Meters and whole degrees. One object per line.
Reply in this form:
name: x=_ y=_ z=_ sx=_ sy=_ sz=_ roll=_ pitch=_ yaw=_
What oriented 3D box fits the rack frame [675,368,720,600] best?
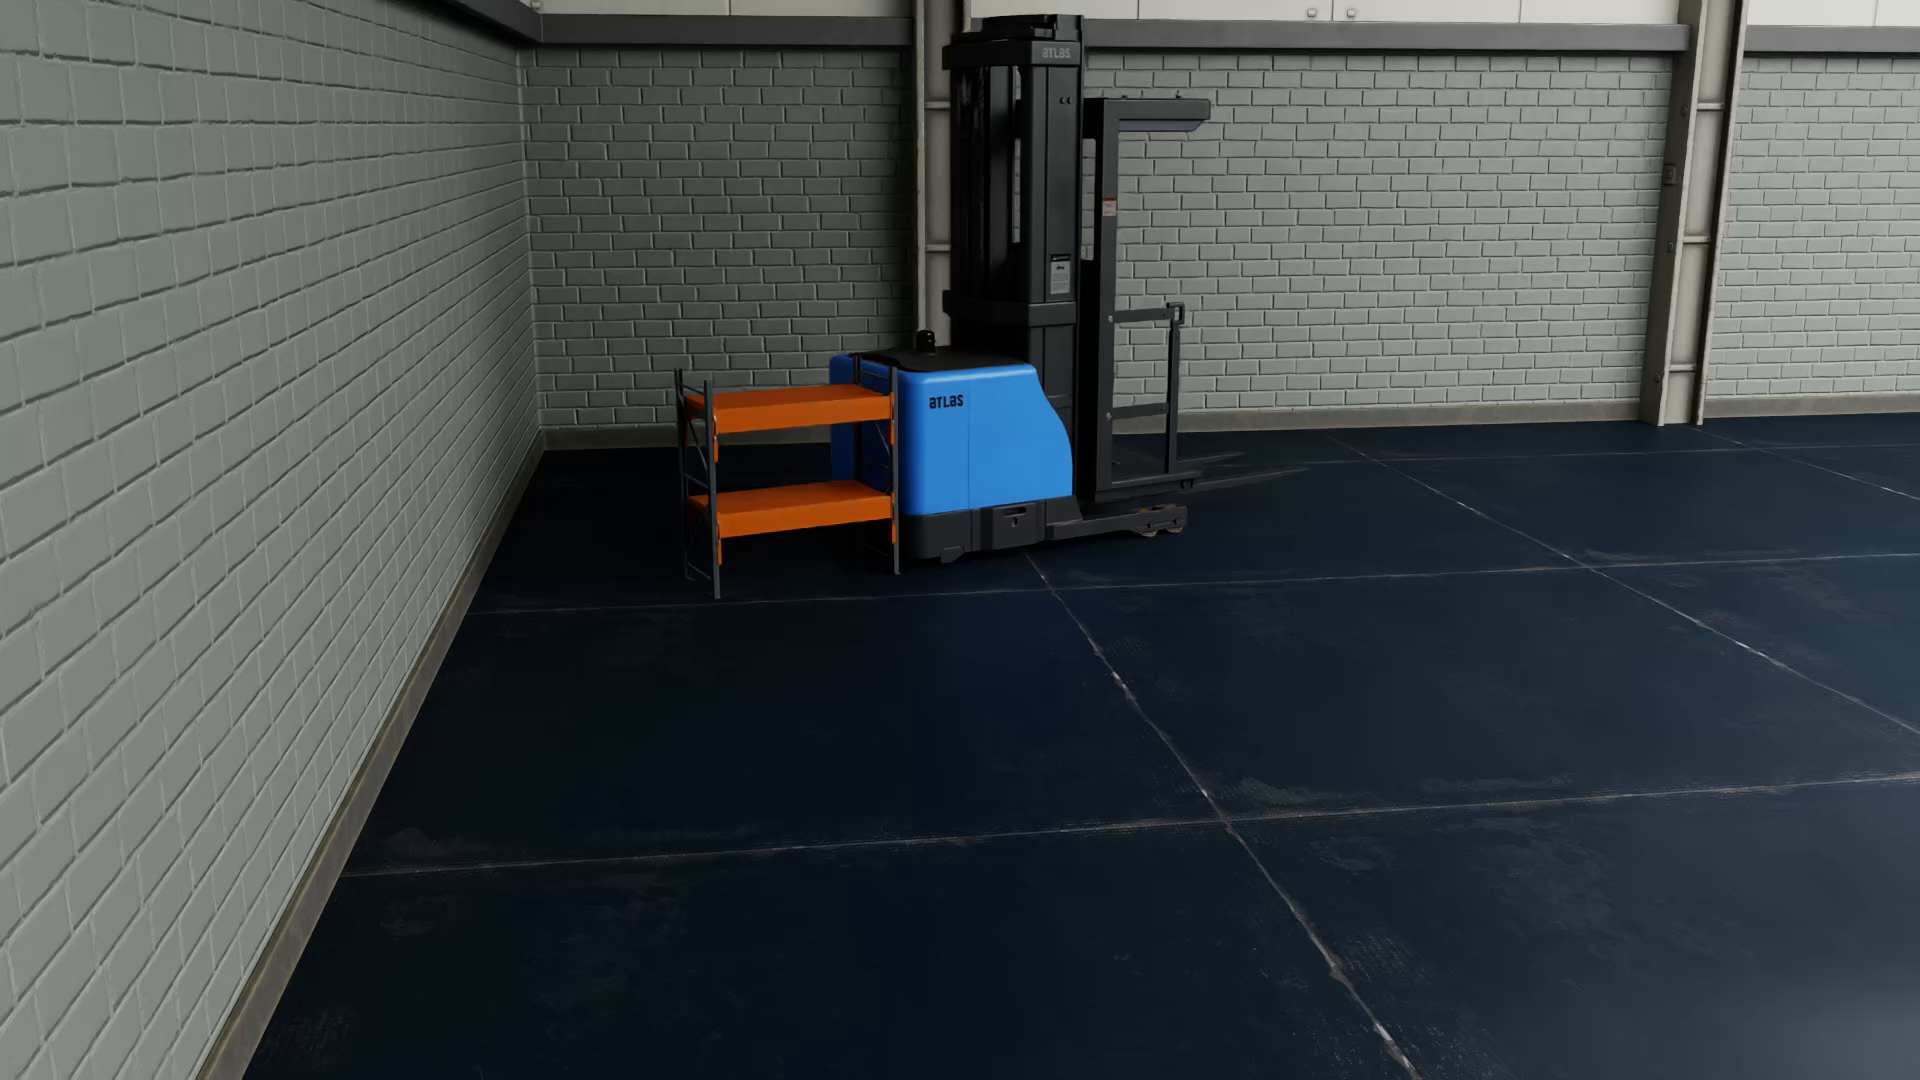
rack frame: x=-1.358 y=-0.296 z=8.591 sx=0.032 sy=1.125 sz=0.500 roll=-7 pitch=16 yaw=-27

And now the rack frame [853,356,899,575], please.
rack frame: x=-0.458 y=-0.412 z=9.051 sx=0.032 sy=1.125 sz=0.500 roll=-7 pitch=16 yaw=-27

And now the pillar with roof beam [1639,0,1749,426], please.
pillar with roof beam: x=6.433 y=-4.294 z=8.345 sx=0.400 sy=9.000 sz=9.100 roll=-2 pitch=14 yaw=-8

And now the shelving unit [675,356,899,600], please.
shelving unit: x=-0.908 y=-0.354 z=8.821 sx=1.048 sy=1.125 sz=0.538 roll=-7 pitch=16 yaw=-27

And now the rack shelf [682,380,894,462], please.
rack shelf: x=-0.908 y=-0.638 z=8.750 sx=1.000 sy=0.278 sz=0.538 roll=-7 pitch=16 yaw=-27

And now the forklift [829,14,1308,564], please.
forklift: x=0.760 y=-1.538 z=9.829 sx=3.031 sy=2.935 sz=1.130 roll=-8 pitch=16 yaw=-30

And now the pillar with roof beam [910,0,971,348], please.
pillar with roof beam: x=0.500 y=-4.077 z=7.478 sx=0.400 sy=9.000 sz=9.100 roll=-2 pitch=14 yaw=-8

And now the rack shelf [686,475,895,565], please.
rack shelf: x=-0.908 y=-0.117 z=8.880 sx=1.000 sy=0.278 sz=0.538 roll=-7 pitch=16 yaw=-27
